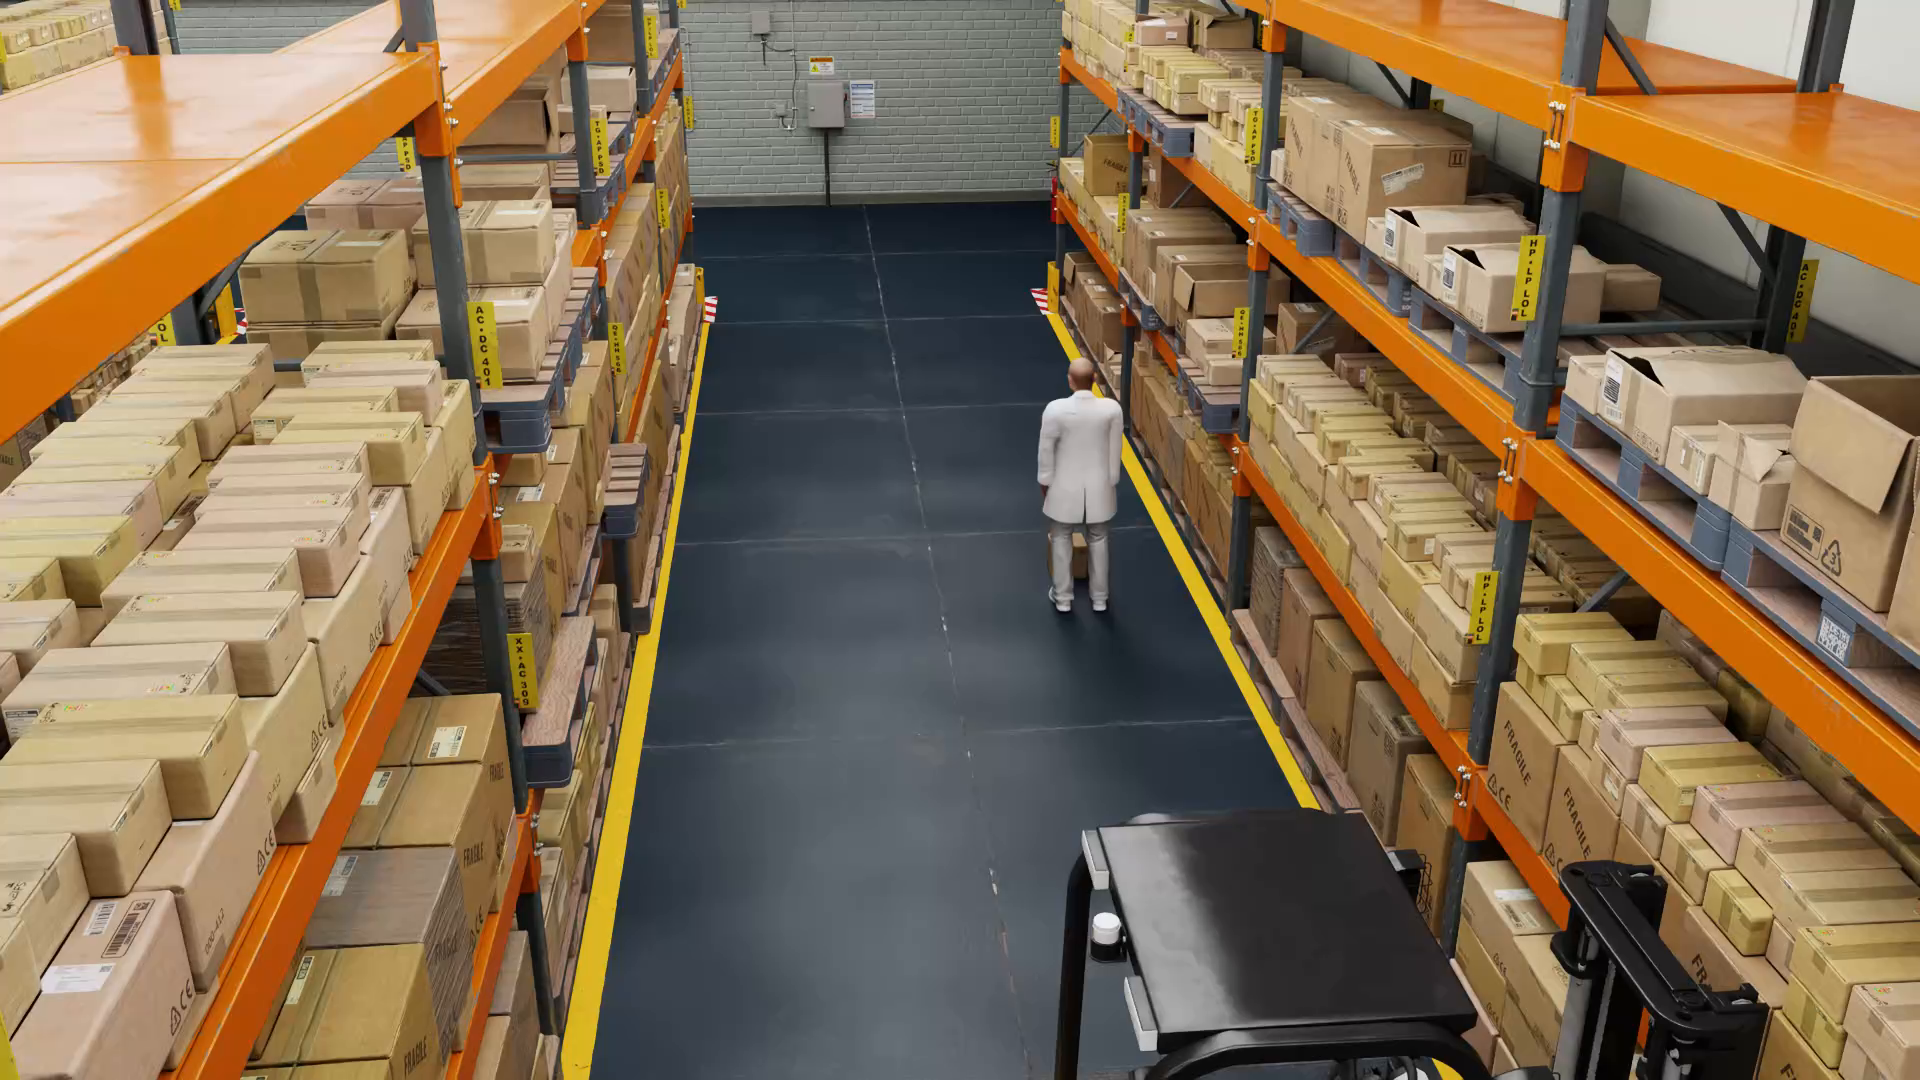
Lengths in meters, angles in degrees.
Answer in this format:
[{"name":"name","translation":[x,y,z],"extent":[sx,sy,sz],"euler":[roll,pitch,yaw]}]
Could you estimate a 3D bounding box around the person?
[{"name":"person","translation":[0.801,-0.375,11.247],"extent":[0.565,1.771,0.380],"euler":[-1,23,-3]}]
